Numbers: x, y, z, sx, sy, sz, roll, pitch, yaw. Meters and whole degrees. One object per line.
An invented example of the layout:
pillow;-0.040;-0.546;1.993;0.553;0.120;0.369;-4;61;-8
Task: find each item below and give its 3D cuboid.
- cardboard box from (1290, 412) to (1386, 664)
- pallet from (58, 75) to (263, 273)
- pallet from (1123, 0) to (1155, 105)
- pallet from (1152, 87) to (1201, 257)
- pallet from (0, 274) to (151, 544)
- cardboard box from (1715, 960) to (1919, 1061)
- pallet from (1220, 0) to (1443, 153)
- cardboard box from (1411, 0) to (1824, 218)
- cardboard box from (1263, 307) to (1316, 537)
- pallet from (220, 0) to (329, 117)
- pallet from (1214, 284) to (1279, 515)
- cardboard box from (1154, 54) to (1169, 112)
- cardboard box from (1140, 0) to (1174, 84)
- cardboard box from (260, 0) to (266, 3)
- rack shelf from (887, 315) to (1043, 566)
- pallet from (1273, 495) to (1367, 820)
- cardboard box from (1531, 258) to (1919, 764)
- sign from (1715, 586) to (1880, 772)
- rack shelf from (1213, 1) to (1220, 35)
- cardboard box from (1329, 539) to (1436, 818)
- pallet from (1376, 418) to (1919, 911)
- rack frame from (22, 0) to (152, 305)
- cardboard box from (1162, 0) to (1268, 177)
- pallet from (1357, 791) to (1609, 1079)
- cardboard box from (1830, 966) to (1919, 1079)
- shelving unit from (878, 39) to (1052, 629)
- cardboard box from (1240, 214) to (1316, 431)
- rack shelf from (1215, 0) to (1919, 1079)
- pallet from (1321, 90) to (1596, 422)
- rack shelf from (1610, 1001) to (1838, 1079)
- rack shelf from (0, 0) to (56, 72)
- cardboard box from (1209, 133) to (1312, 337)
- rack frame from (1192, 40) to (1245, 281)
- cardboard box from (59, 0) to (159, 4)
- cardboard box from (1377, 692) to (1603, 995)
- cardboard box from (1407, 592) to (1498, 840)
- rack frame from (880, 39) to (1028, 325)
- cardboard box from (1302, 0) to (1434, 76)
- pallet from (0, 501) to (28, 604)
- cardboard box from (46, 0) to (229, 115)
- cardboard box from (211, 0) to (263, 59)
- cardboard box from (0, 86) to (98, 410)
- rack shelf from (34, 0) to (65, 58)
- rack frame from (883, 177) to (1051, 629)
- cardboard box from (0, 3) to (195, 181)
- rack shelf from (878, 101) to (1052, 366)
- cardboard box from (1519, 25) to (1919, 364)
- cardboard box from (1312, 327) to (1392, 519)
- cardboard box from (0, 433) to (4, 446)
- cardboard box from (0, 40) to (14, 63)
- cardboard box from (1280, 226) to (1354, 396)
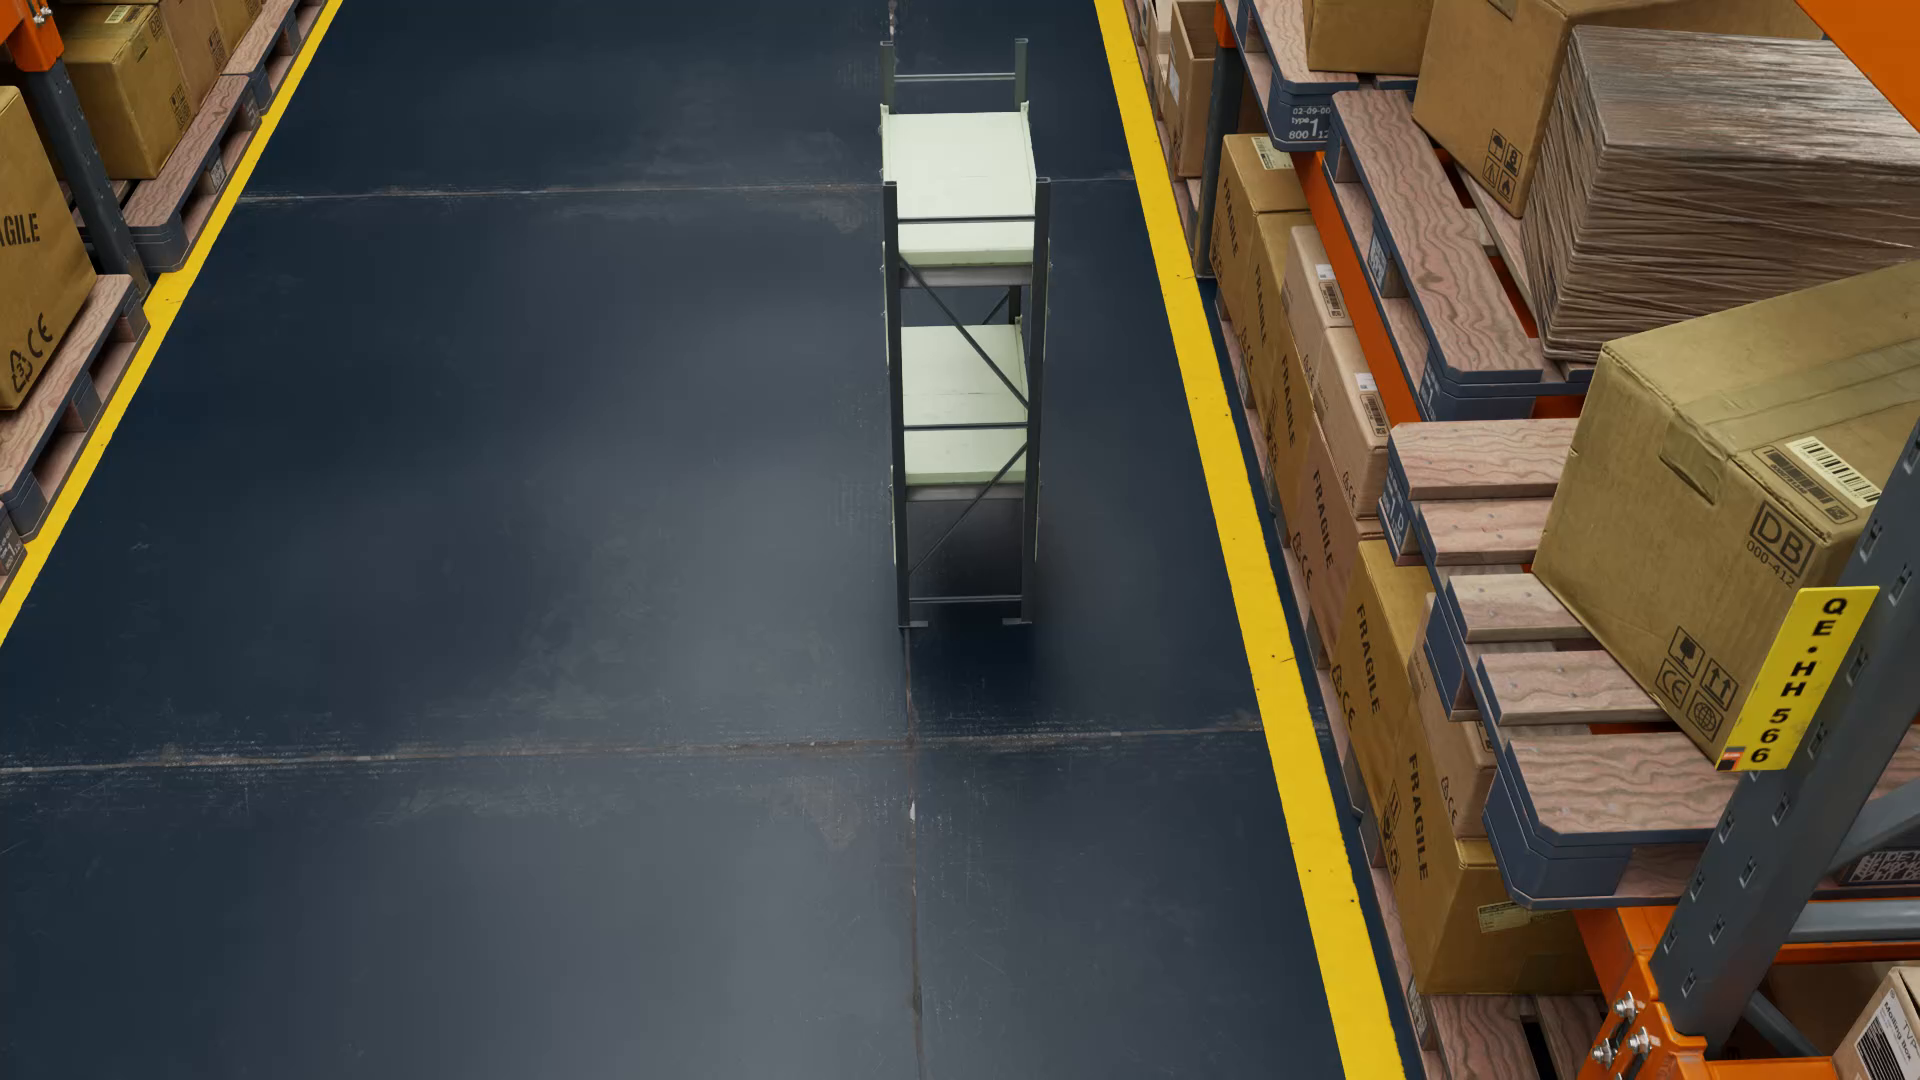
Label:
cardboard box;1.242;-0.017;4.573;0.500;0.500;0.500;-3;43;-3
pallet;-3.507;-1.492;6.721;1.003;0.211;1.213;-2;43;-2
pallet;1.313;-2.410;7.723;1.003;0.211;1.213;-2;43;-2
pallet;1.368;-1.584;6.822;1.003;0.211;1.213;-2;43;-2
pallet;-3.445;-0.457;5.593;1.003;0.211;1.213;-2;43;-2
cardboard box;1.833;0.996;3.468;0.500;0.500;0.500;0;43;0
pallet;1.321;-1.535;4.847;1.003;0.211;1.213;-2;43;-2
cardboard box;1.533;-1.149;3.899;0.700;0.500;0.500;-12;44;-13
cardboard box;1.221;-0.358;4.945;0.500;0.500;0.500;-1;43;-1
pallet;-3.562;-2.317;7.622;1.003;0.211;1.213;-2;43;-2
pallet;1.469;-0.573;5.719;1.003;0.211;1.213;-2;43;-2
cardboard box;1.013;-1.888;6.874;0.380;0.149;0.250;-2;43;-2
cardboard box;1.057;-2.202;7.097;0.500;0.311;0.500;-2;43;-2
cardboard box;-3.549;-2.791;7.614;0.700;0.500;0.500;-3;43;-3
rack shelf;0.000;-0.308;4.959;0.431;0.370;0.720;-2;43;-2
pallet;1.524;0.253;4.818;1.003;0.211;1.213;-2;43;-2
cardboard box;1.427;-0.062;2.713;0.700;0.500;0.500;-15;45;-16
sign;1.025;0.176;2.040;0.100;0.325;0.005;-2;43;-2
rack shelf;1.312;-3.234;7.090;1.077;0.370;4.000;-2;43;-2
cardboard box;1.270;0.337;4.187;0.500;0.500;0.500;-3;43;-3
pallet;1.467;0.167;2.990;1.213;0.211;1.003;-2;43;-2
rack frame;-3.553;-2.004;5.216;1.000;3.000;0.127;-2;43;-2
cardboard box;1.089;-1.766;6.481;0.500;0.500;0.500;-2;43;-2
pallet;1.572;1.075;3.921;1.003;0.211;1.213;-2;43;-2
cardboard box;1.538;0.831;2.189;0.500;0.311;0.500;1;43;1
shelving unit;0.000;-0.548;4.738;0.431;1.500;0.755;-2;43;-2
cardboard box;1.207;-0.696;5.314;0.500;0.500;0.500;-1;43;-1
rack shelf;1.481;-0.533;4.144;1.077;0.370;4.000;-2;43;-2
pallet;1.479;-0.690;3.925;1.003;0.211;1.213;-2;43;-2
rack shelf;1.651;2.167;1.198;1.077;0.370;4.000;-2;43;-2
rack shelf;-3.468;-0.389;3.986;1.077;0.370;4.000;-2;43;-2
cardboard box;1.174;-1.056;5.706;0.500;0.500;0.500;-3;43;-4
rack frame;1.396;-2.149;5.374;1.000;3.000;0.127;-2;43;-2
cardboard box;-3.314;-2.221;6.512;0.380;0.149;0.250;0;43;0
cardboard box;1.292;0.686;3.806;0.500;0.500;0.500;0;43;0
cardboard box;1.285;0.372;3.594;0.500;0.250;0.500;0;43;0
rack frame;-0.015;-0.795;5.008;0.400;1.500;0.023;-2;43;-2
cardboard box;1.286;-1.552;4.338;0.700;0.500;0.500;5;43;5
pallet;-3.390;0.368;4.692;1.003;0.211;1.213;-2;43;-2
cardboard box;-3.500;-2.084;6.843;0.700;0.500;0.500;-2;43;-2
cardboard box;-3.520;-2.431;7.221;0.700;0.500;0.500;-1;43;-1
cardboard box;-3.395;-0.931;5.326;0.750;0.750;0.750;-1;43;-1
rack shelf;-3.638;-3.089;6.932;1.077;0.370;4.000;-2;43;-2
rack frame;0.016;-0.301;4.469;0.400;1.500;0.023;-2;43;-2
cardboard box;-3.482;-1.745;6.473;0.700;0.500;0.500;-1;43;-1
rack shelf;0.000;-0.836;4.475;0.431;0.370;0.720;-2;43;-2
cardboard box;1.579;-0.685;3.392;0.700;0.500;0.500;6;43;6
cardboard box;1.238;-0.318;4.347;0.500;0.250;0.500;-2;43;-3
cardboard box;-3.354;-0.331;4.672;0.750;0.750;0.750;0;43;0
cardboard box;-3.674;-1.881;6.141;0.380;0.149;0.250;-2;43;-2
cardboard box;1.216;-0.657;4.716;0.500;0.250;0.500;-2;43;-2
